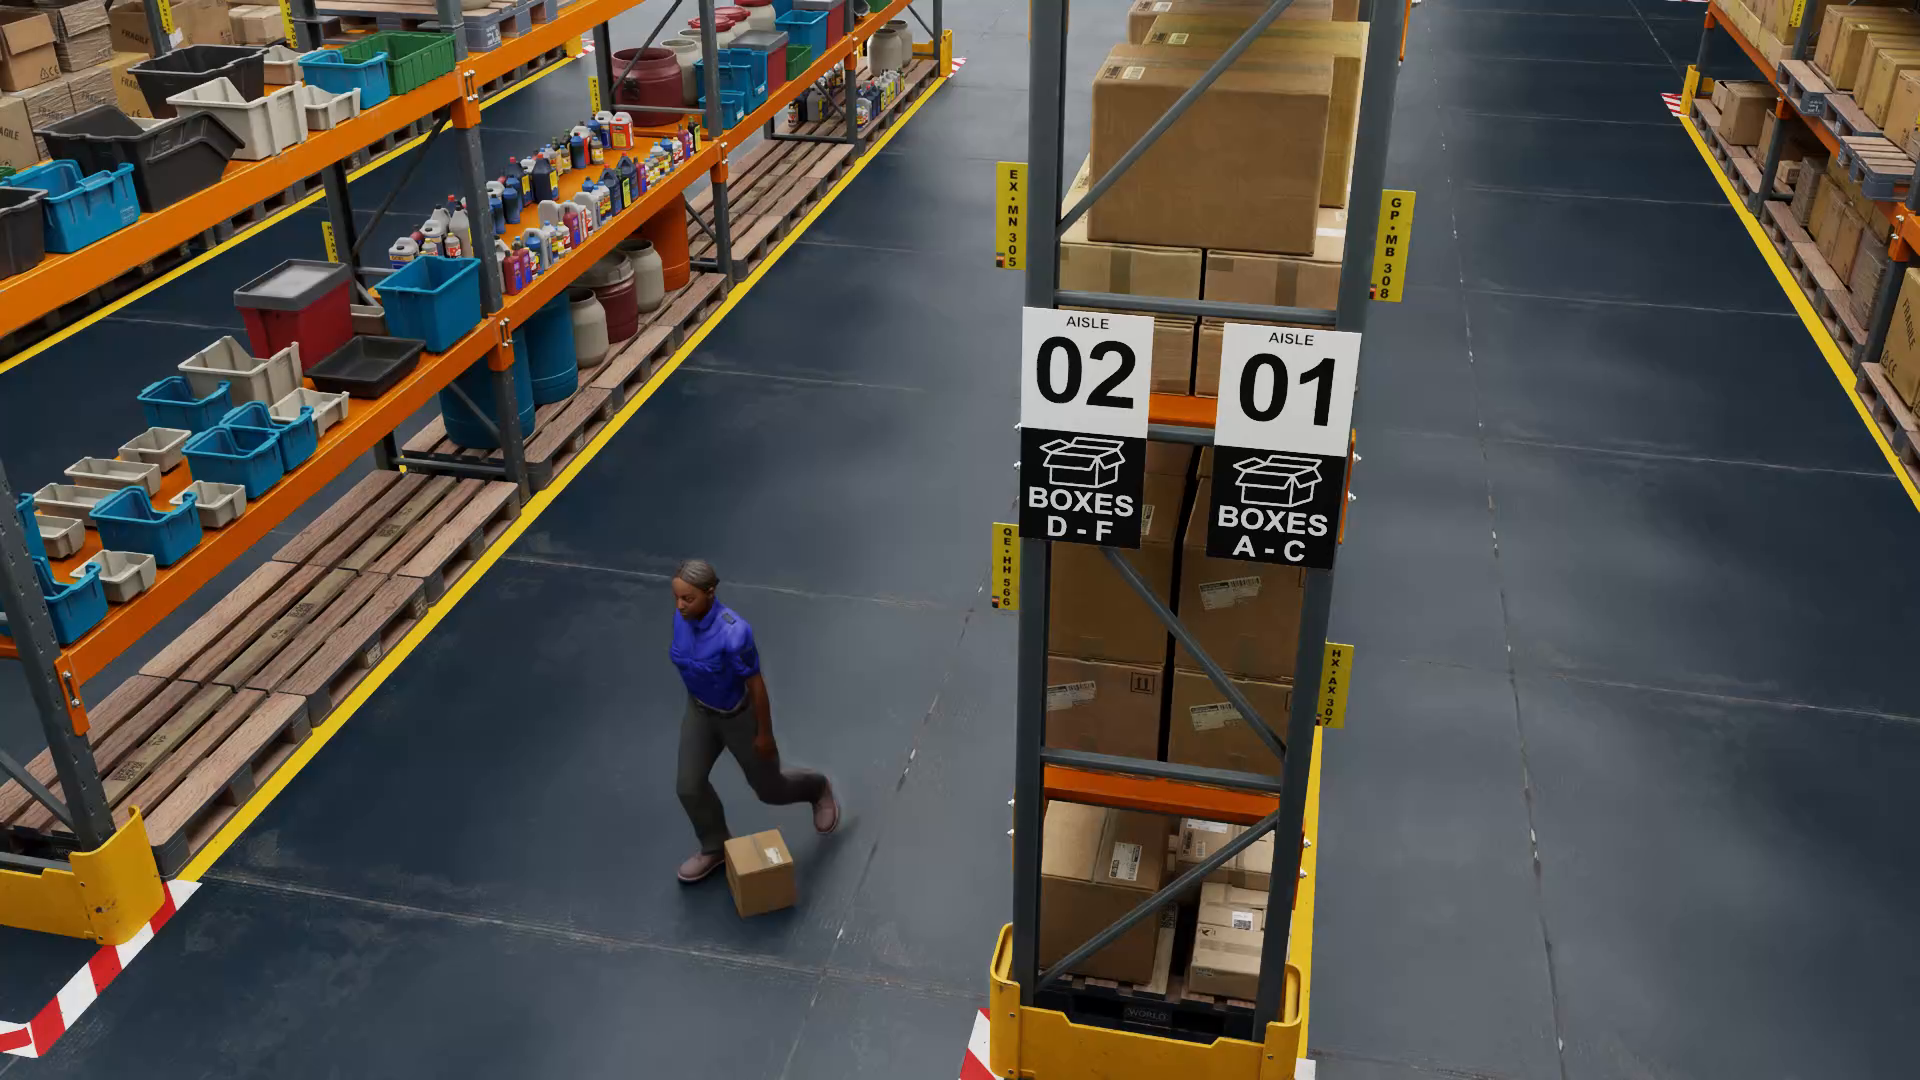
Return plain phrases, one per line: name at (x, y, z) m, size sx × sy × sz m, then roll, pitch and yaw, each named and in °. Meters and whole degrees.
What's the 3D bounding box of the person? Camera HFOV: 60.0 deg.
person at (-0.928, 0.724, 7.310) m, size 0.506 × 1.611 × 0.786 m, roll 20°, pitch 35°, yaw 31°
